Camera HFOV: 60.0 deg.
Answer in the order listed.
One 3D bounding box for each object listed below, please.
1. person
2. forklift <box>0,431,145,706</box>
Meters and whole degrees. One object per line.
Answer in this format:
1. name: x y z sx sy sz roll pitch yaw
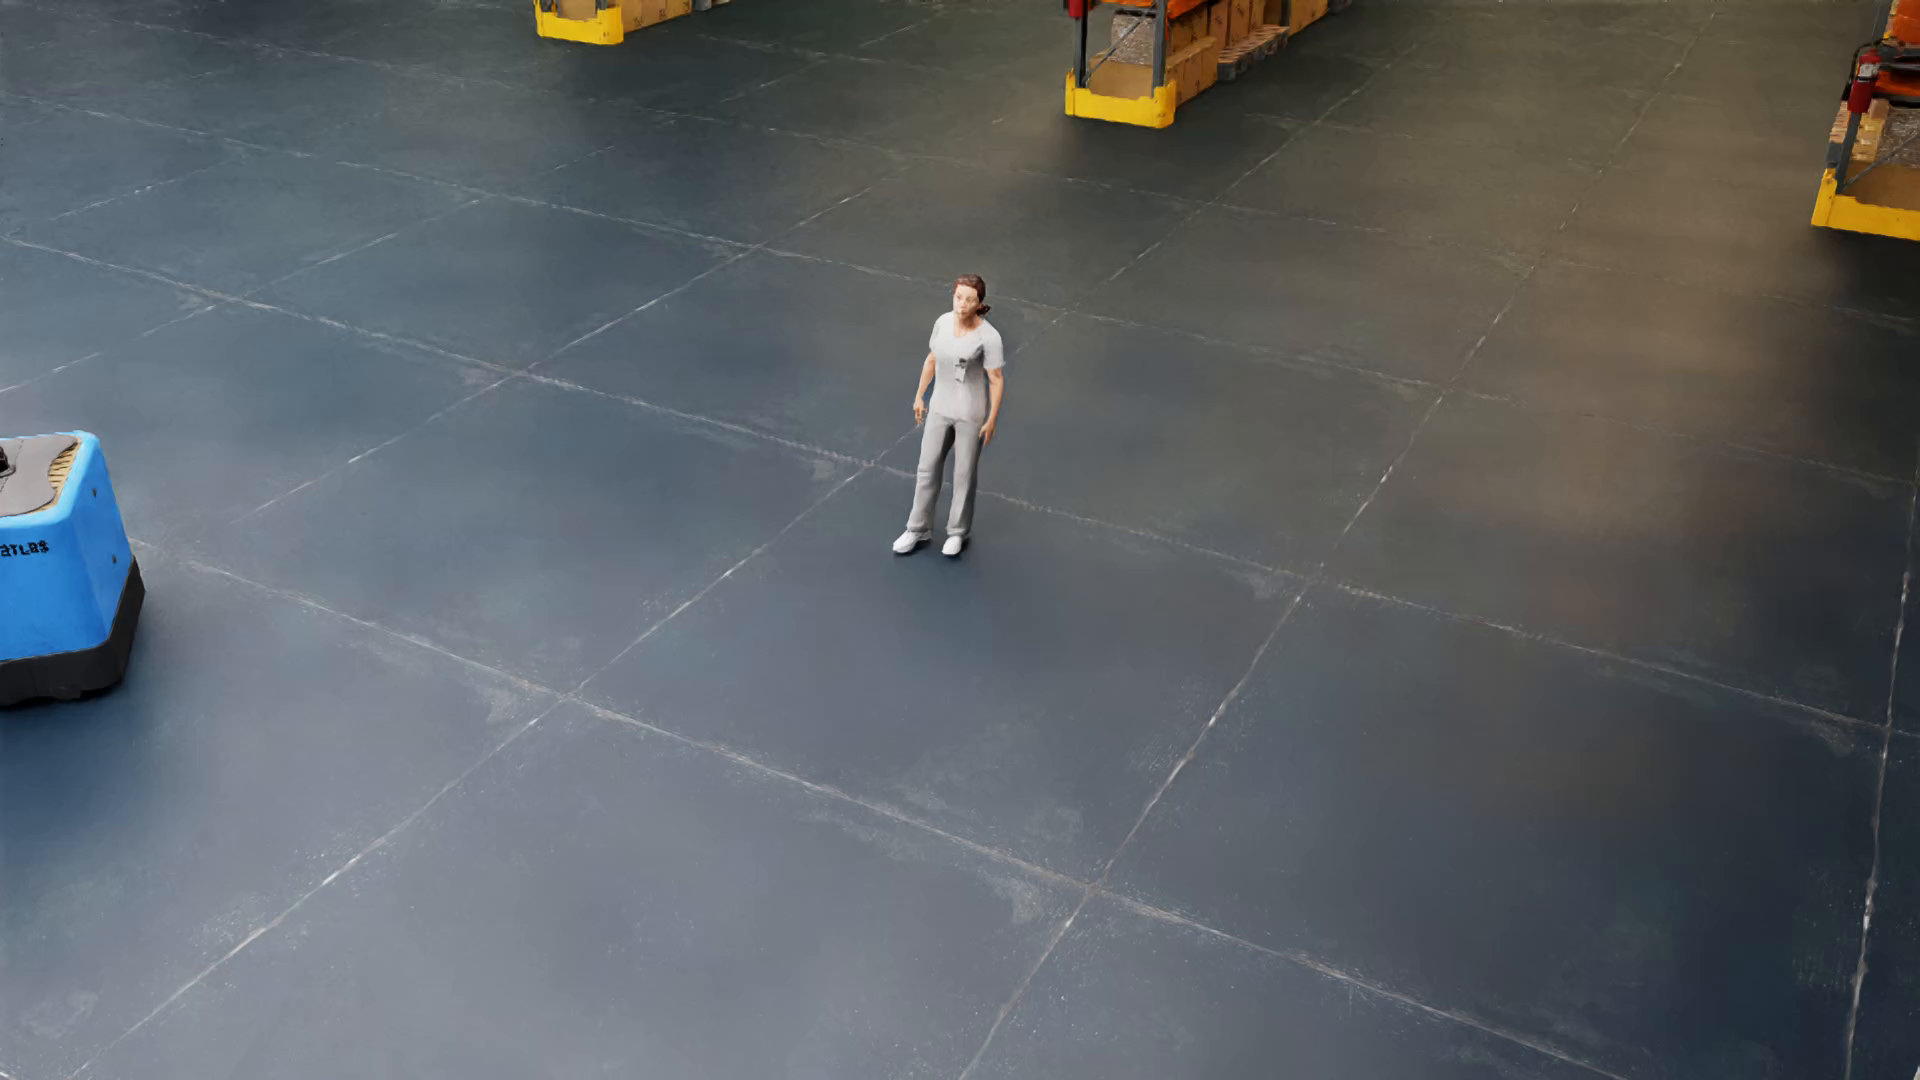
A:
1. person: -0.047 -0.703 9.530 0.550 1.674 0.548 15 33 25
2. forklift: -5.927 -0.507 7.949 3.031 2.935 1.130 -8 31 -13
